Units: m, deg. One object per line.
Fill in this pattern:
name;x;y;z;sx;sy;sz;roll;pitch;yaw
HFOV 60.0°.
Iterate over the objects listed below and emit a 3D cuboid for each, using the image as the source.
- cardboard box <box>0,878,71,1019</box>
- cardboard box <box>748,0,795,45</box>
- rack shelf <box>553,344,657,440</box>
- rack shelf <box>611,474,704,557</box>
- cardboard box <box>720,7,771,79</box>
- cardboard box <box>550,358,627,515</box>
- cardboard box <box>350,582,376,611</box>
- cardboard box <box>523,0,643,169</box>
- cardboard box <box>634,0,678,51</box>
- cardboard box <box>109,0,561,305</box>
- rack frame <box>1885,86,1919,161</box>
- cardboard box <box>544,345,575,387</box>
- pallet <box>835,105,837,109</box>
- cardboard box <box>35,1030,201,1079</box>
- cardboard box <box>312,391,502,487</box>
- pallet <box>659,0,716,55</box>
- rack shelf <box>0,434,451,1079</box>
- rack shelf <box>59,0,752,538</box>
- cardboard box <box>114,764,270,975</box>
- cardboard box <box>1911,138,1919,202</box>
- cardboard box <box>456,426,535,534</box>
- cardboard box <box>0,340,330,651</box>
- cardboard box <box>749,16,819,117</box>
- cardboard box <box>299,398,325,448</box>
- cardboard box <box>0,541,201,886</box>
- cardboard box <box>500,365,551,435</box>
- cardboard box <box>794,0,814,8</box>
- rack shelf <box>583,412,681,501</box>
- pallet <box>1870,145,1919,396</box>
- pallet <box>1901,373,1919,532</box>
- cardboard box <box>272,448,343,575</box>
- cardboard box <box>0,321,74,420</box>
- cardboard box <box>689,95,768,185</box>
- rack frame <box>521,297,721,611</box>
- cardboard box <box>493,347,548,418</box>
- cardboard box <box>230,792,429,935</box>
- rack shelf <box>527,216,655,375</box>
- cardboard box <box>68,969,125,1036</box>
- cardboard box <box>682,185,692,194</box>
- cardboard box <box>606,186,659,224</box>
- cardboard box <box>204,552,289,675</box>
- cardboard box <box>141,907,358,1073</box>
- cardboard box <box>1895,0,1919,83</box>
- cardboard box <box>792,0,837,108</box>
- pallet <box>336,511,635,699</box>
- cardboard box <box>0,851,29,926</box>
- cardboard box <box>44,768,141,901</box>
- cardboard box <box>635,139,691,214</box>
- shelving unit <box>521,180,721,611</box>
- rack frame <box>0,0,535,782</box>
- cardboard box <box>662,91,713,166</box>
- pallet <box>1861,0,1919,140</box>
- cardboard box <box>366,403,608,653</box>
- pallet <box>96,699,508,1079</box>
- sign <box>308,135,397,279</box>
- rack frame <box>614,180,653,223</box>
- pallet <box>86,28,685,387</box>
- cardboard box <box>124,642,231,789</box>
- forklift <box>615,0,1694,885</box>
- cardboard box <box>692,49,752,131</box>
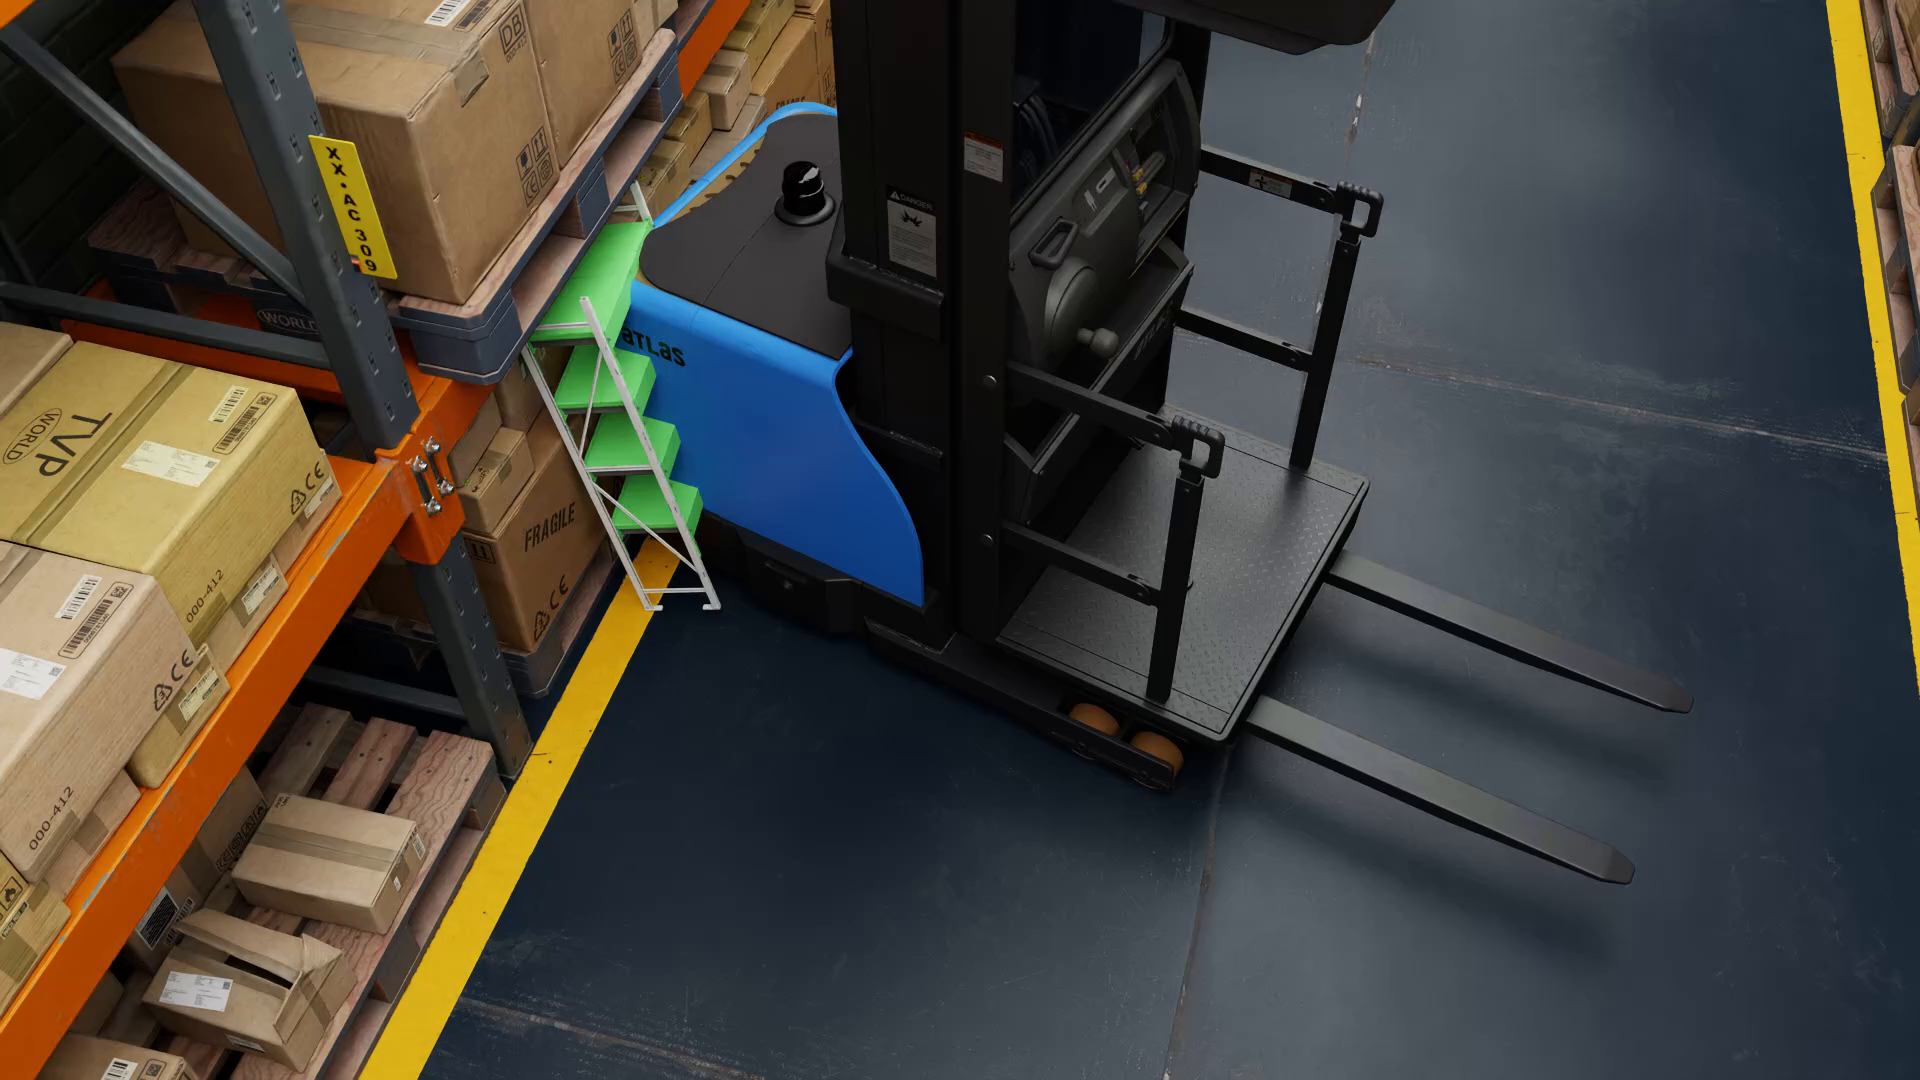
cardboard box;-1.777;0.665;2.830;0.380;0.149;0.250;11;49;9
cardboard box;-0.808;-1.904;5.884;0.380;0.149;0.250;13;50;11
rack shelf;-0.944;-0.495;4.640;0.258;0.148;0.480;-2;47;12
rack shelf;-0.860;-0.173;4.985;0.258;0.148;0.480;-2;47;12
cardboard box;-0.873;-1.724;5.725;0.380;0.149;0.250;11;49;9
cardboard box;-1.233;-0.463;5.045;0.500;0.500;0.500;11;49;10
cardboard box;-1.864;-0.184;4.799;0.500;0.500;0.500;11;50;10
cardboard box;-1.229;-1.311;4.060;0.700;0.500;0.500;12;50;10
cardboard box;-0.972;-1.483;4.367;0.396;0.266;0.258;14;50;12
cardboard box;-1.365;-0.937;3.729;0.700;0.500;0.500;13;50;11
rack frame;4.134;-2.375;5.346;1.000;3.000;0.127;12;50;10
cardboard box;-1.302;-0.596;4.730;0.380;0.149;0.250;9;49;8
pallet;-0.888;-1.897;6.783;1.003;0.211;1.213;12;50;10
cardboard box;-1.973;1.337;3.456;0.700;0.500;0.500;10;49;9
cardboard box;-1.416;-0.303;4.273;0.380;0.149;0.250;11;49;9
pallet;-1.163;-1.881;5.038;1.003;0.211;1.213;12;50;10
rack shelf;-2.235;1.226;2.647;1.077;0.370;4.000;12;50;10
rack shelf;-1.182;-1.668;5.201;1.077;0.370;4.000;12;50;10
cardboard box;-2.110;0.723;4.125;0.500;0.311;0.500;13;50;11
cardboard box;3.872;-1.328;5.559;0.875;0.875;0.875;11;50;10
cardboard box;-1.357;-0.192;4.374;0.380;0.149;0.250;14;50;12
cardboard box;-1.607;-0.091;3.232;0.500;0.250;0.500;13;50;11
cardboard box;-0.836;-1.577;6.028;0.500;0.500;0.500;14;50;12
cardboard box;-1.890;-0.309;4.476;0.380;0.149;0.250;10;49;9
cardboard box;-1.725;0.274;2.909;0.500;0.250;0.500;12;50;10
cardboard box;-1.359;-0.408;4.564;0.380;0.149;0.250;10;49;9
cardboard box;-0.695;-2.086;6.045;0.380;0.149;0.250;10;49;9
rack shelf;-0.902;-0.334;4.813;0.258;0.148;0.480;-2;47;12
pallet;3.854;-0.897;5.901;1.003;0.211;1.213;12;50;10
pallet;3.531;-0.018;5.125;1.003;0.211;1.213;12;50;10
cardboard box;-1.549;-0.095;3.501;0.380;0.149;0.250;12;50;11
cardboard box;-2.099;-0.203;3.330;0.500;0.250;0.500;11;50;10
cardboard box;-0.955;-1.197;5.693;0.500;0.500;0.500;10;49;9
rack frame;-0.943;-0.196;4.605;0.240;1.200;0.015;-2;47;12
cardboard box;-1.335;-0.488;4.436;0.380;0.149;0.250;9;49;8
cardboard box;-1.572;0.806;4.159;0.380;0.149;0.250;10;49;9
rack shelf;-0.985;-0.656;4.467;0.258;0.148;0.480;-2;47;12
cardboard box;-2.224;1.090;3.908;0.380;0.149;0.250;11;49;10
cardboard box;-1.098;-0.824;5.363;0.500;0.500;0.500;10;49;9
cardboard box;-1.142;-0.970;5.060;0.380;0.149;0.250;11;50;10
cardboard box;-1.596;0.097;3.331;0.380;0.149;0.250;13;50;11
cardboard box;-1.666;1.026;3.887;0.396;0.266;0.258;13;50;11
cardboard box;4.293;-2.052;6.533;0.950;0.372;0.625;9;49;7
cardboard box;-0.701;-1.956;6.363;0.500;0.500;0.500;11;49;9
pallet;-1.531;-0.132;5.226;1.003;0.211;1.213;12;50;10
cardboard box;-1.869;0.632;2.593;0.500;0.250;0.500;11;50;10
cardboard box;-1.736;0.474;2.998;0.380;0.149;0.250;13;50;11
cardboard box;-1.074;-1.149;5.218;0.380;0.149;0.250;13;50;11
shelving unit;-0.913;-0.377;4.767;0.258;1.200;0.503;-2;47;12
rack frame;-1.708;-0.459;3.654;1.000;3.000;0.127;12;50;10
cardboard box;-1.031;-1.350;5.396;0.380;0.149;0.250;12;50;10
pallet;4.341;-2.018;6.890;1.003;0.211;1.213;12;50;10
cardboard box;-1.364;-0.076;4.704;0.500;0.500;0.500;14;50;12
pallet;-1.890;0.960;4.262;1.003;0.211;1.213;12;50;10
sign;-1.183;-0.644;3.240;0.100;0.325;0.005;12;50;10
rack frame;-0.883;-0.557;4.928;0.240;1.200;0.015;-2;47;12
pallet;-1.393;-0.952;4.218;1.003;0.211;1.213;12;50;10
cardboard box;-1.641;0.290;3.161;0.380;0.149;0.250;13;50;11
forklift;0.540;-0.737;3.946;3.031;2.935;1.130;23;53;19
cardboard box;-0.917;-1.518;5.544;0.380;0.149;0.250;9;49;8
